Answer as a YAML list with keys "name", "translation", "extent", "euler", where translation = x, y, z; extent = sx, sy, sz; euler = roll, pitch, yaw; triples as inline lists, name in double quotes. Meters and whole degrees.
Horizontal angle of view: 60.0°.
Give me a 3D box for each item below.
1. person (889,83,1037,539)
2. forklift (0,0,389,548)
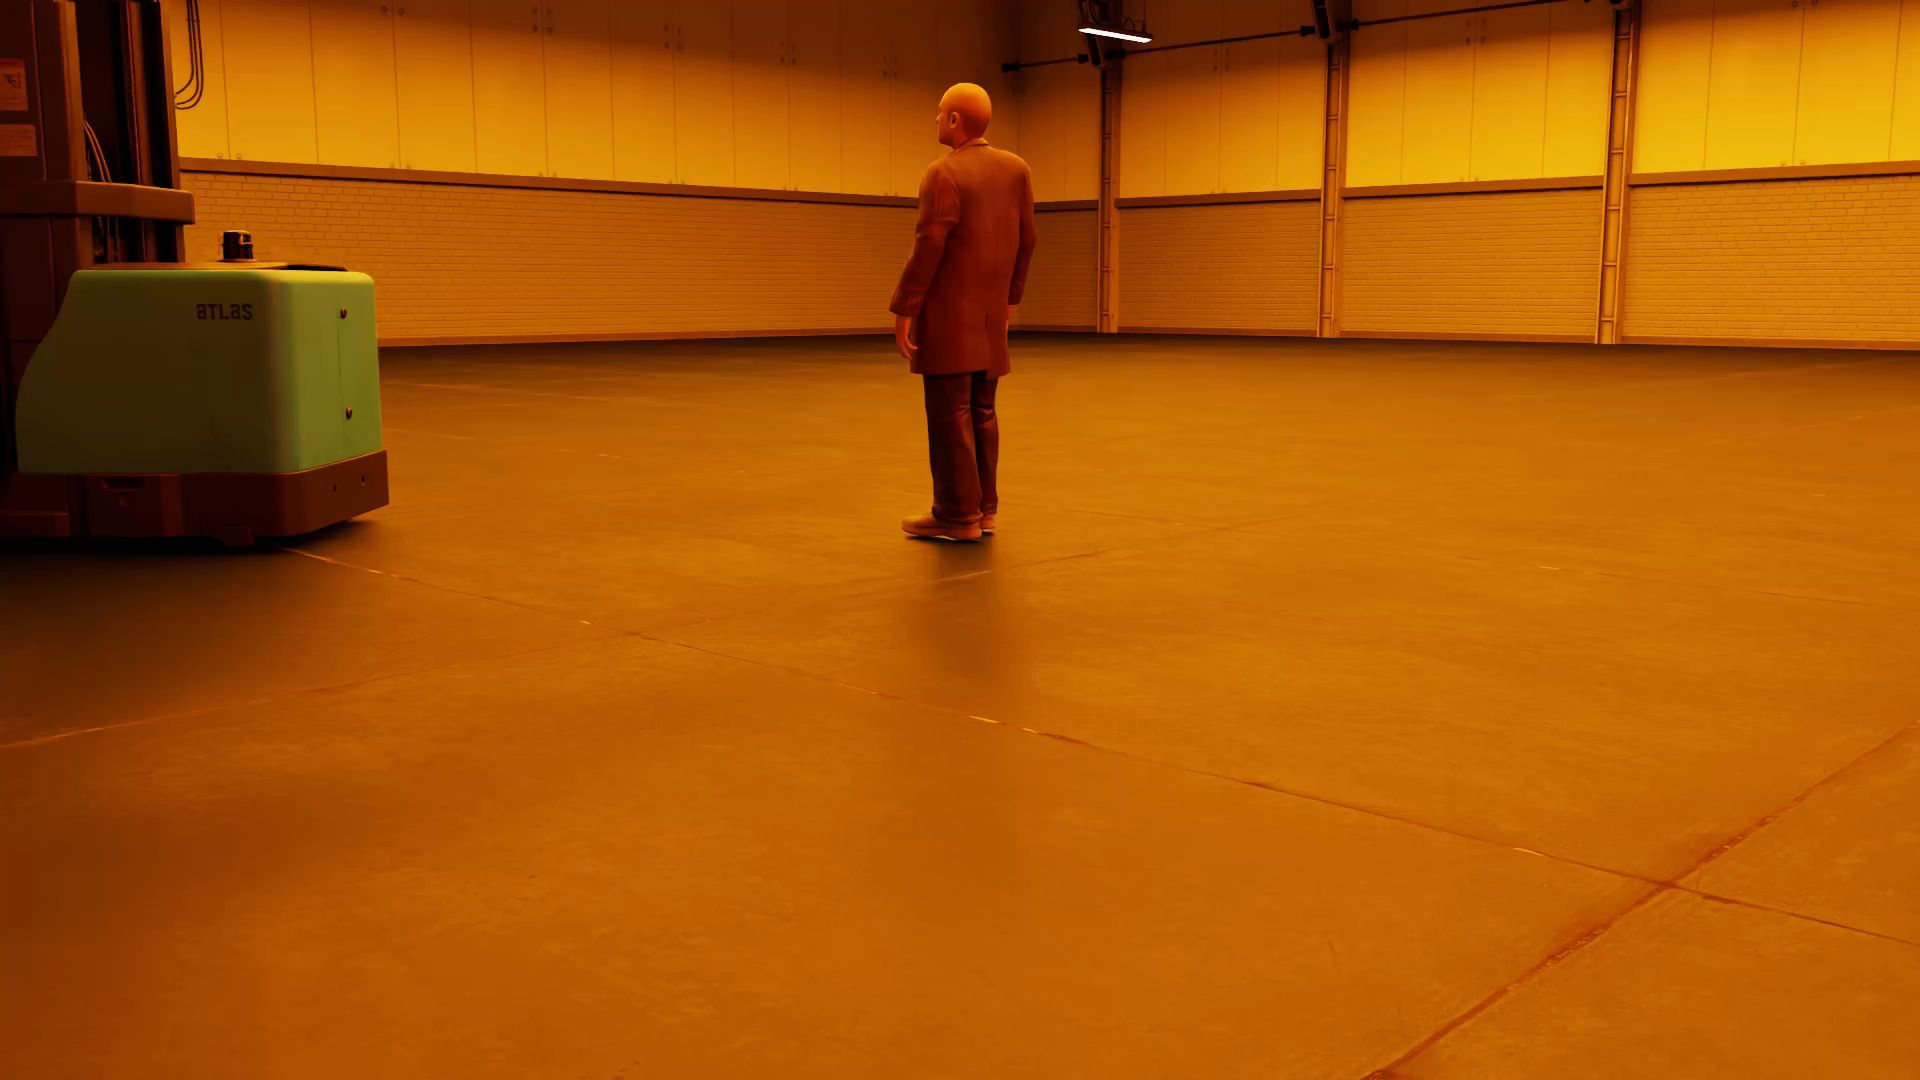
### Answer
- name: "person"
  translation: [-0.062, -0.896, 6.650]
  extent: [0.582, 1.776, 0.694]
  euler: [8, 12, 43]
- name: "forklift"
  translation: [-4.018, -1.473, 6.658]
  extent: [3.031, 2.935, 1.130]
  euler: [0, 9, 1]
